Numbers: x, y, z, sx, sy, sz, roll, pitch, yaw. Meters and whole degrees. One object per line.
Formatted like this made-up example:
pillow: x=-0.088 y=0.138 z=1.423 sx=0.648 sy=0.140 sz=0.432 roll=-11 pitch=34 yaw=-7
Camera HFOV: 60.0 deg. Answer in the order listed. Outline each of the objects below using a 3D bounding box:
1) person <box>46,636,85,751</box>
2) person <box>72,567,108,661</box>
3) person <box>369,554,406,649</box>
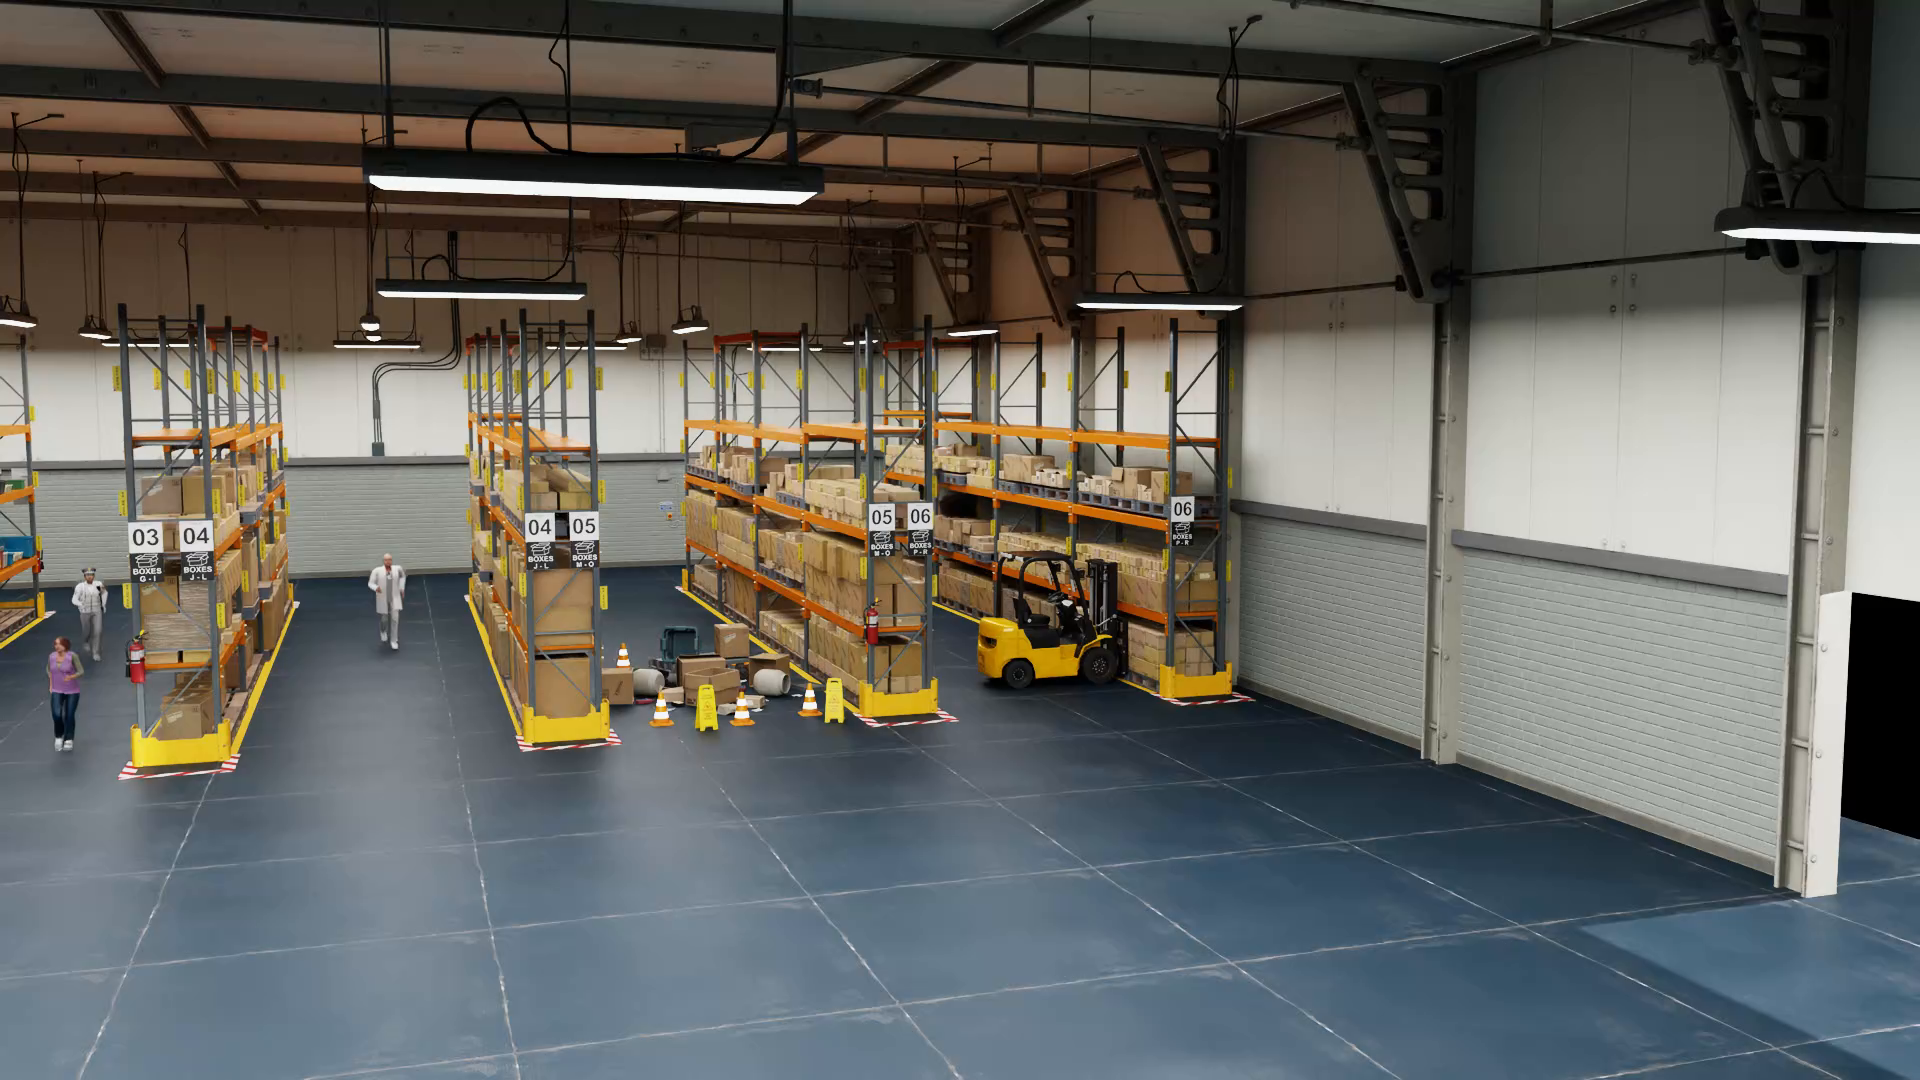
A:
person: x=-12.124 y=2.087 z=22.515 sx=0.512 sy=1.565 sz=0.631 roll=-2 pitch=6 yaw=-16
person: x=-15.739 y=1.312 z=30.115 sx=0.600 sy=1.681 sz=0.892 roll=-4 pitch=7 yaw=-34
person: x=-10.820 y=1.131 z=31.458 sx=0.690 sy=1.771 sz=1.042 roll=-3 pitch=6 yaw=-25
